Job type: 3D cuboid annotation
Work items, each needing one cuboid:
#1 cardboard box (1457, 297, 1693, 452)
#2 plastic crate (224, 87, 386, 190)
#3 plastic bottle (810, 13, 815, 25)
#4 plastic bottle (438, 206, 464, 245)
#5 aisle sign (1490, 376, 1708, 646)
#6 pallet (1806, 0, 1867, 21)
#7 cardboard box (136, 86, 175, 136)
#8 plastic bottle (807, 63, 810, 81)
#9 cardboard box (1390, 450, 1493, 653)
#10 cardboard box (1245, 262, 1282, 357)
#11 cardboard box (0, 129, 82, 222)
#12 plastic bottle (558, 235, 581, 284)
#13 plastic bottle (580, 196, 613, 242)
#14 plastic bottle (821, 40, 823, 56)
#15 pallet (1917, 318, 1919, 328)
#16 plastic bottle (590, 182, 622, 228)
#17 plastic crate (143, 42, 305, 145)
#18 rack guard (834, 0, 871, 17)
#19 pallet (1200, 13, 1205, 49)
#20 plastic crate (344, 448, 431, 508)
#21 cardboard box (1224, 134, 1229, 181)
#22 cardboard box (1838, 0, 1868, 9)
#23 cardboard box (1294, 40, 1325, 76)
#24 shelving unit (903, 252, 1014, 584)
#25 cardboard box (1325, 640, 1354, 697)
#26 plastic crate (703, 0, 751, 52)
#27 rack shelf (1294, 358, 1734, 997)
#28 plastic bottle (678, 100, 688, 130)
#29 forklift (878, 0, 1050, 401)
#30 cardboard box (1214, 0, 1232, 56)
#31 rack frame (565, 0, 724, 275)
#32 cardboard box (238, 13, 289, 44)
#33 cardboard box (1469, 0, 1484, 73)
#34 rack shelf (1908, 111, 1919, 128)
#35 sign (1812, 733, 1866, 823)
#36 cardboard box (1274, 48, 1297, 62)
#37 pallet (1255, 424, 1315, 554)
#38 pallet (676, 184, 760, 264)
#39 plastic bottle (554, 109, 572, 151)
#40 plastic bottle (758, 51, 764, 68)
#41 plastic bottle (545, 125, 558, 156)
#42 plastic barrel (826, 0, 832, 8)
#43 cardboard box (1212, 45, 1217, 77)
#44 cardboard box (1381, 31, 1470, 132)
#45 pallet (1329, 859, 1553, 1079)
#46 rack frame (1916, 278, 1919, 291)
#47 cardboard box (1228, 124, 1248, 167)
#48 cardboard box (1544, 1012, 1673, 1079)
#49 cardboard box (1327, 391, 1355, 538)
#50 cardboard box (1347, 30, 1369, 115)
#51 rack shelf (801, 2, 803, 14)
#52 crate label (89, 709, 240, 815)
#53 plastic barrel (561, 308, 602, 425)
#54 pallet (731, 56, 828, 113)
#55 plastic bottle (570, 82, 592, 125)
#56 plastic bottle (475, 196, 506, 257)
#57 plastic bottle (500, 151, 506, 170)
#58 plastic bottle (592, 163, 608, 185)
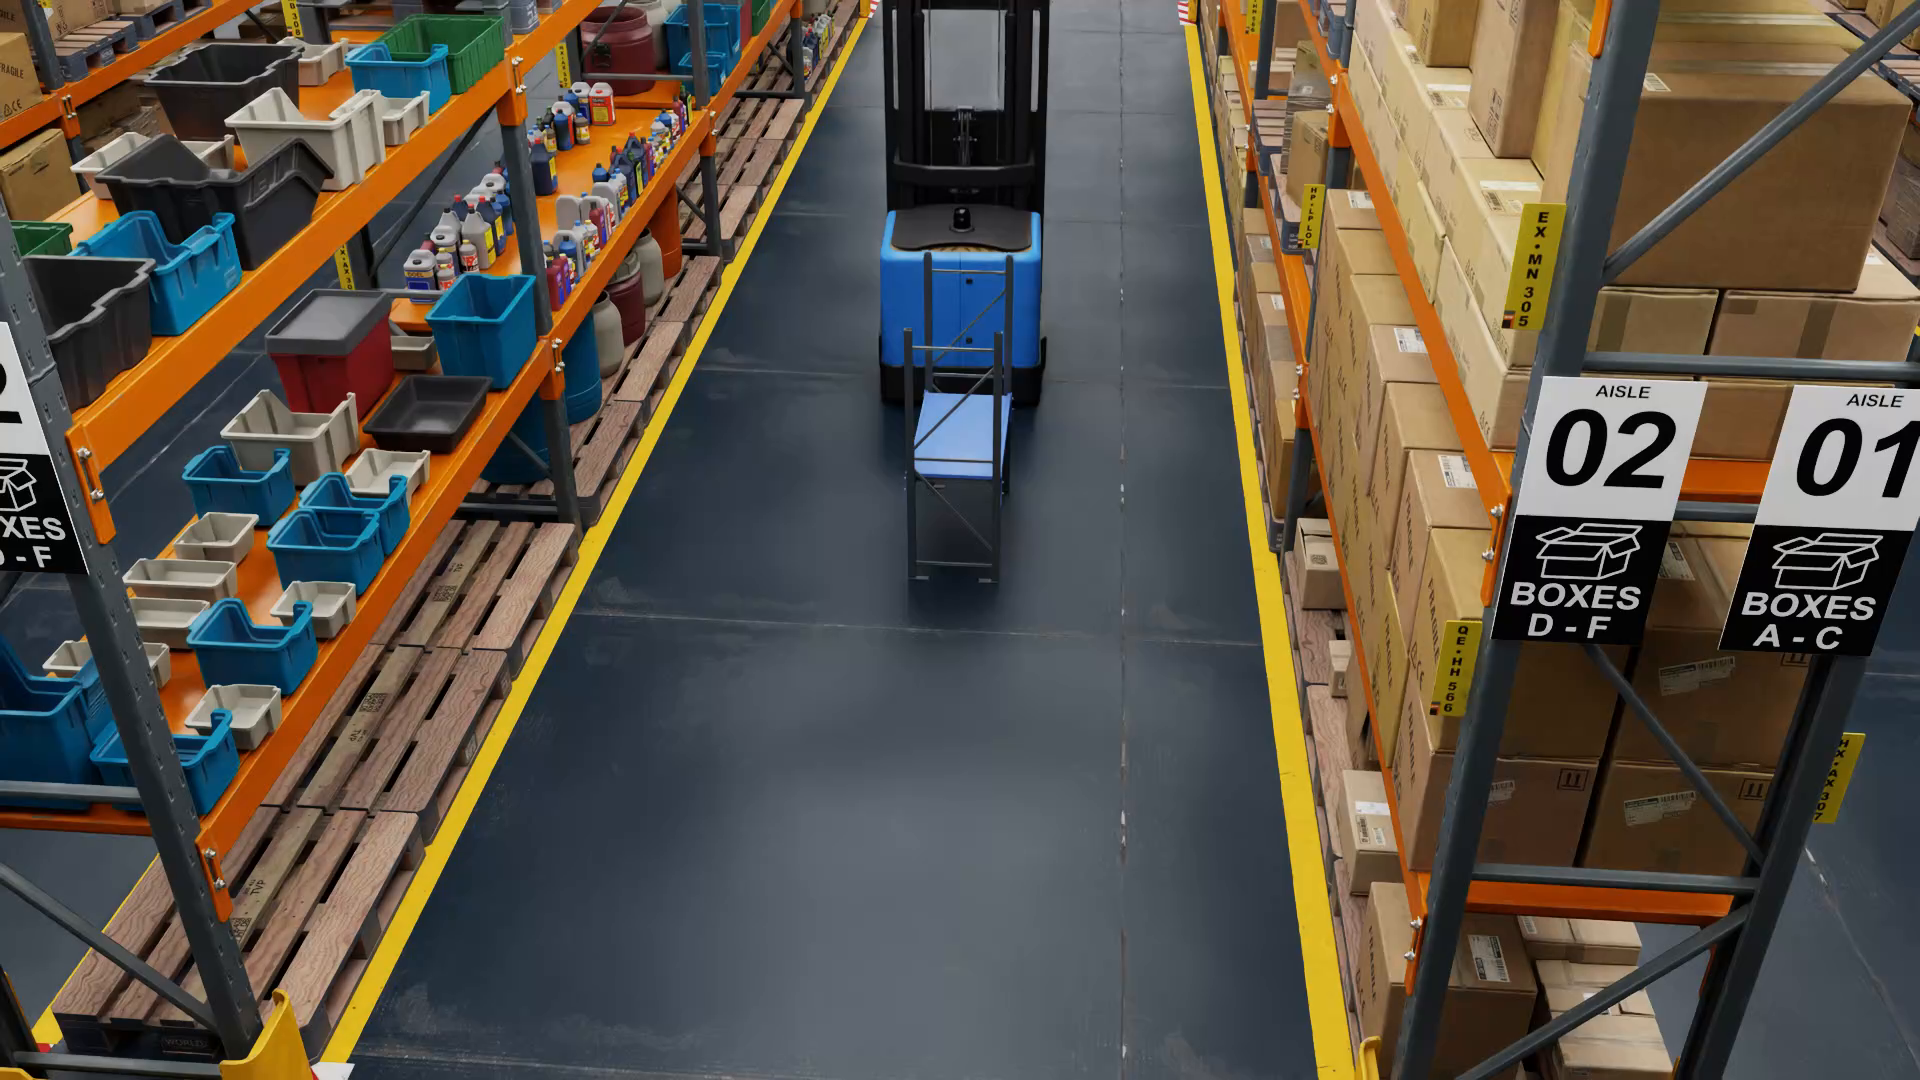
[{"bbox_3d":[1.724,-0.467,4.714,0.500,0.250,0.500,2,32,4],"label":"cardboard box"},{"bbox_3d":[-2.504,-1.560,6.457,0.437,0.282,0.530,2,32,4],"label":"plastic crate"},{"bbox_3d":[-1.556,-5.480,17.733,0.061,0.283,0.133,2,32,4],"label":"plastic bottle"},{"bbox_3d":[-2.917,-1.753,9.563,0.144,0.351,0.185,2,32,4],"label":"plastic bottle"},{"bbox_3d":[1.634,-0.059,4.288,0.394,0.787,0.004,2,32,4],"label":"aisle sign"},{"bbox_3d":[7.652,-4.564,14.261,1.003,0.211,1.213,2,32,4],"label":"pallet"},{"bbox_3d":[-7.171,-3.644,14.548,0.700,0.500,0.500,5,32,8],"label":"cardboard box"},{"bbox_3d":[-1.544,-4.660,16.480,0.097,0.201,0.097,0,32,0],"label":"plastic bottle"},{"bbox_3d":[1.747,0.049,5.544,0.500,0.500,0.500,3,32,5],"label":"cardboard box"},{"bbox_3d":[2.192,-1.519,11.099,0.500,0.500,0.500,2,32,3],"label":"cardboard box"},{"bbox_3d":[-7.354,-2.497,12.348,1.225,0.875,0.875,1,32,2],"label":"cardboard box"},{"bbox_3d":[-2.201,-1.580,9.358,0.097,0.271,0.097,0,32,0],"label":"plastic bottle"},{"bbox_3d":[-2.173,-1.937,9.932,0.152,0.276,0.135,2,32,4],"label":"plastic bottle"},{"bbox_3d":[-1.474,-5.109,17.209,0.097,0.201,0.097,0,32,0],"label":"plastic bottle"},{"bbox_3d":[7.395,-1.352,11.523,1.003,0.211,1.213,2,32,4],"label":"pallet"},{"bbox_3d":[-2.154,-2.058,10.129,0.152,0.276,0.135,2,32,4],"label":"plastic bottle"},{"bbox_3d":[-3.040,-1.863,6.960,0.497,0.269,0.590,2,32,4],"label":"plastic crate"},{"bbox_3d":[-1.648,-6.448,19.517,1.175,0.500,0.348,2,32,4],"label":"rack guard"},{"bbox_3d":[3.227,-5.752,18.663,1.003,0.211,1.213,2,32,4],"label":"pallet"},{"bbox_3d":[-2.508,-0.269,7.303,0.293,0.136,0.466,2,32,4],"label":"plastic crate"},{"bbox_3d":[2.517,-3.253,14.170,0.500,0.250,0.500,3,32,5],"label":"cardboard box"},{"bbox_3d":[7.731,-4.713,13.804,0.700,0.500,0.500,6,32,9],"label":"cardboard box"},{"bbox_3d":[2.657,-3.045,11.116,0.700,0.500,0.500,-8,33,-13],"label":"cardboard box"},{"bbox_3d":[0.007,-0.683,9.209,0.538,1.500,1.048,2,32,4],"label":"shelving unit"},{"bbox_3d":[1.960,0.616,7.953,0.380,0.166,0.250,2,32,4],"label":"cardboard box"},{"bbox_3d":[-1.904,-4.230,13.475,0.402,0.464,0.583,2,32,4],"label":"plastic crate"},{"bbox_3d":[2.108,0.286,6.893,1.077,0.370,4.000,2,32,4],"label":"rack shelf"},{"bbox_3d":[-1.976,-2.997,11.724,0.097,0.201,0.097,0,32,0],"label":"plastic bottle"},{"bbox_3d":[0.047,-2.893,11.431,1.130,2.935,3.031,1,32,1],"label":"forklift"},{"bbox_3d":[2.794,-5.089,16.435,0.500,0.500,0.500,2,32,4],"label":"cardboard box"},{"bbox_3d":[-2.340,-3.371,12.141,1.000,3.000,0.127,2,32,4],"label":"rack frame"},{"bbox_3d":[-6.879,-4.996,16.761,0.500,0.500,0.500,2,32,2],"label":"cardboard box"},{"bbox_3d":[2.163,-1.770,5.636,0.700,0.500,0.500,2,32,4],"label":"cardboard box"},{"bbox_3d":[7.697,-3.688,13.341,1.077,0.370,4.000,2,32,4],"label":"rack shelf"},{"bbox_3d":[2.486,0.680,4.742,0.100,0.325,0.005,2,32,4],"label":"sign"},{"bbox_3d":[2.644,-3.720,12.947,0.380,0.149,0.250,5,32,8],"label":"cardboard box"},{"bbox_3d":[2.299,-0.306,9.825,1.003,0.211,1.213,2,32,4],"label":"pallet"},{"bbox_3d":[-2.239,-2.587,13.528,1.003,0.211,1.213,2,32,4],"label":"pallet"},{"bbox_3d":[-2.711,-2.800,11.337,0.097,0.271,0.097,0,32,0],"label":"plastic bottle"},{"bbox_3d":[-2.084,-4.947,16.875,0.152,0.276,0.135,2,32,4],"label":"plastic bottle"},{"bbox_3d":[-2.783,-2.703,11.247,0.097,0.201,0.097,0,32,0],"label":"plastic bottle"},{"bbox_3d":[-1.666,-6.327,18.908,0.421,0.512,0.421,0,32,0],"label":"plastic barrel"},{"bbox_3d":[2.792,-4.770,16.632,0.500,0.250,0.500,2,32,4],"label":"cardboard box"},{"bbox_3d":[1.892,-1.726,6.279,0.500,0.250,0.500,2,32,4],"label":"cardboard box"},{"bbox_3d":[2.015,1.756,6.480,1.003,0.211,1.213,2,32,4],"label":"pallet"},{"bbox_3d":[7.534,-2.948,11.455,1.000,3.000,0.127,2,32,4],"label":"rack frame"},{"bbox_3d":[2.473,-3.225,13.590,0.500,0.311,0.500,2,32,4],"label":"cardboard box"},{"bbox_3d":[2.322,1.848,5.971,0.380,0.149,0.250,2,32,4],"label":"cardboard box"},{"bbox_3d":[1.876,-0.324,7.102,0.500,0.500,0.500,2,32,4],"label":"cardboard box"},{"bbox_3d":[1.984,-2.035,7.258,0.500,0.250,0.500,2,32,4],"label":"cardboard box"},{"bbox_3d":[-1.852,-6.202,17.421,1.077,0.370,4.000,2,32,4],"label":"rack shelf"},{"bbox_3d":[-2.643,0.743,5.568,0.416,0.233,0.303,2,32,4],"label":"crate label"},{"bbox_3d":[-2.547,-1.219,10.249,0.600,0.901,0.708,2,32,4],"label":"plastic barrel"},{"bbox_3d":[-1.918,-4.625,16.834,1.003,0.211,1.213,2,32,4],"label":"pallet"},{"bbox_3d":[-2.698,-3.106,11.829,0.152,0.276,0.135,2,32,4],"label":"plastic bottle"},{"bbox_3d":[-2.759,-1.844,9.710,0.144,0.351,0.185,2,32,4],"label":"plastic bottle"},{"bbox_3d":[-2.828,-2.329,10.498,0.144,0.351,0.185,2,32,4],"label":"plastic bottle"},{"bbox_3d":[-2.245,-2.223,10.402,0.097,0.271,0.097,0,32,0],"label":"plastic bottle"}]
